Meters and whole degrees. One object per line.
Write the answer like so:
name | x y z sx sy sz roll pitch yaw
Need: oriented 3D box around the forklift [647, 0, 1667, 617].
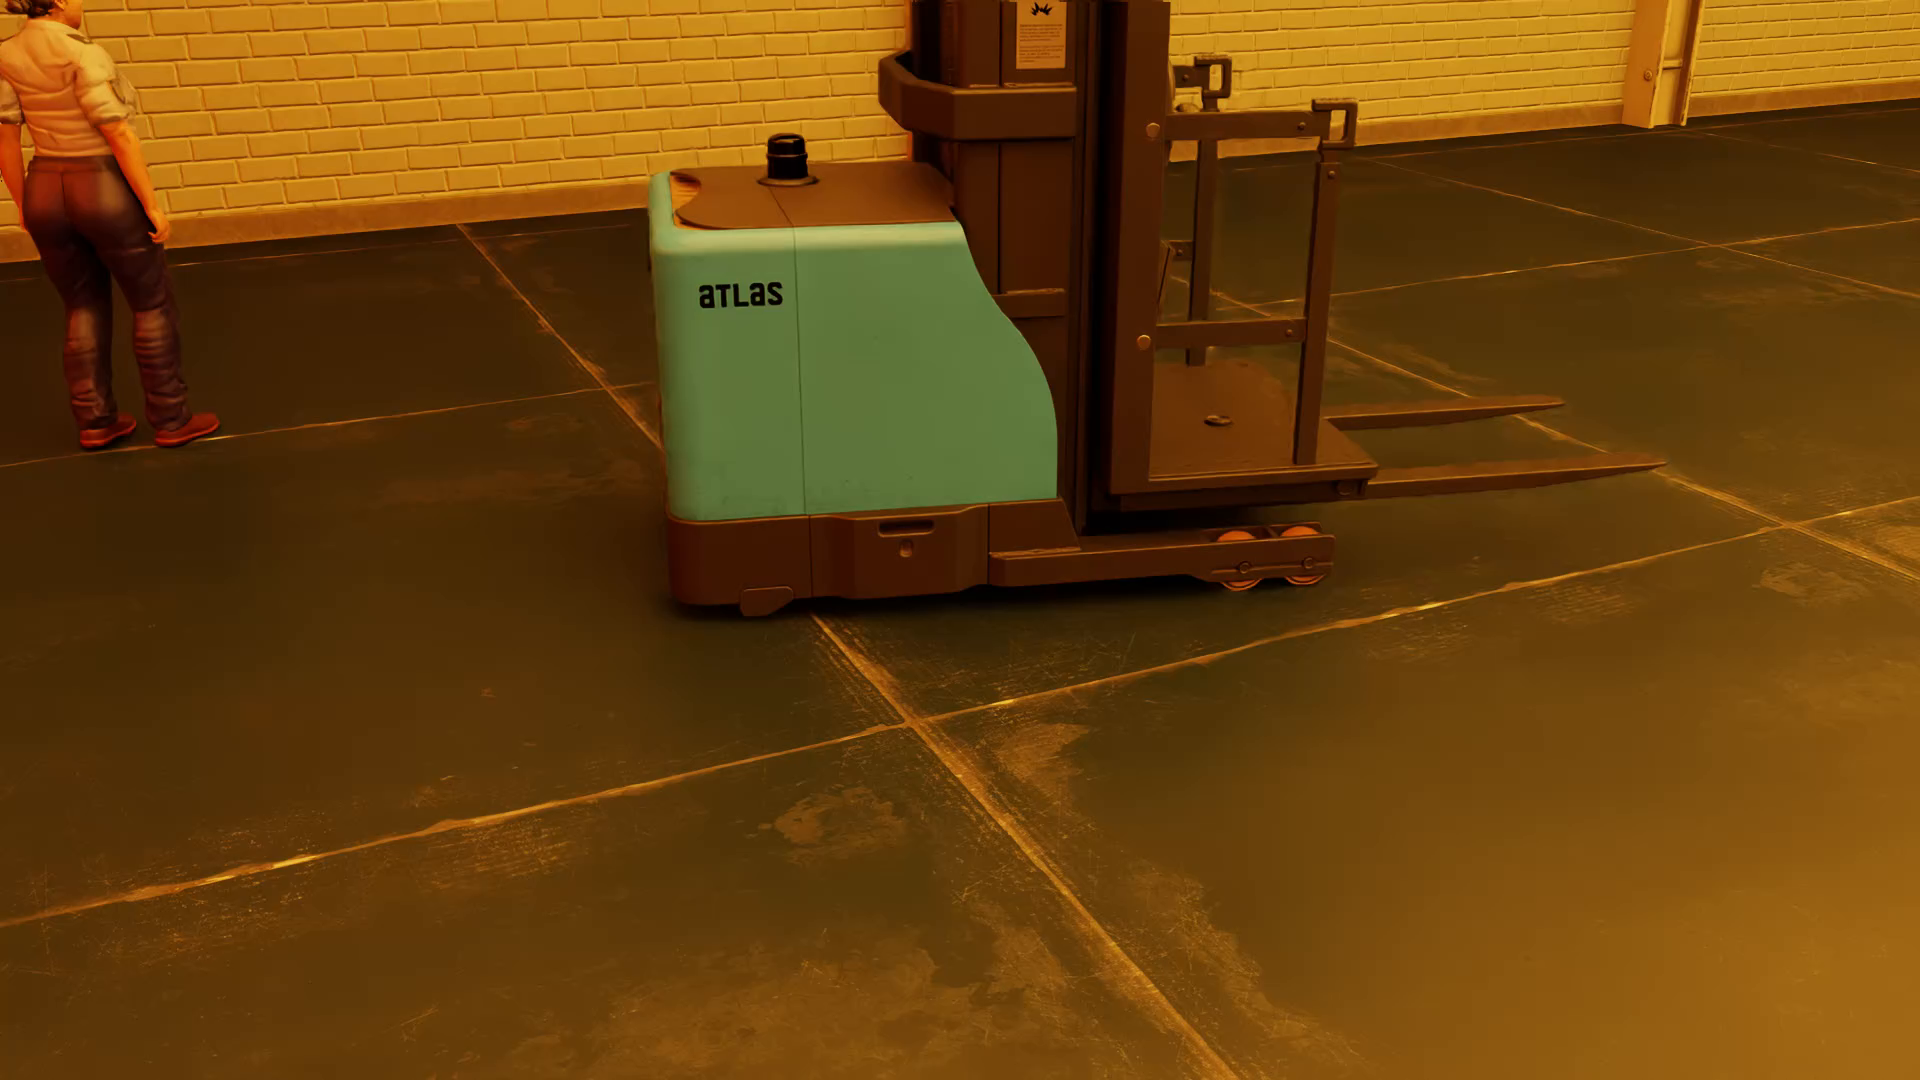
forklift | 0.619 -1.405 4.668 3.031 2.935 1.130 -4 23 -10

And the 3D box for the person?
person | -2.947 -1.123 5.686 0.549 1.637 0.379 3 23 8
